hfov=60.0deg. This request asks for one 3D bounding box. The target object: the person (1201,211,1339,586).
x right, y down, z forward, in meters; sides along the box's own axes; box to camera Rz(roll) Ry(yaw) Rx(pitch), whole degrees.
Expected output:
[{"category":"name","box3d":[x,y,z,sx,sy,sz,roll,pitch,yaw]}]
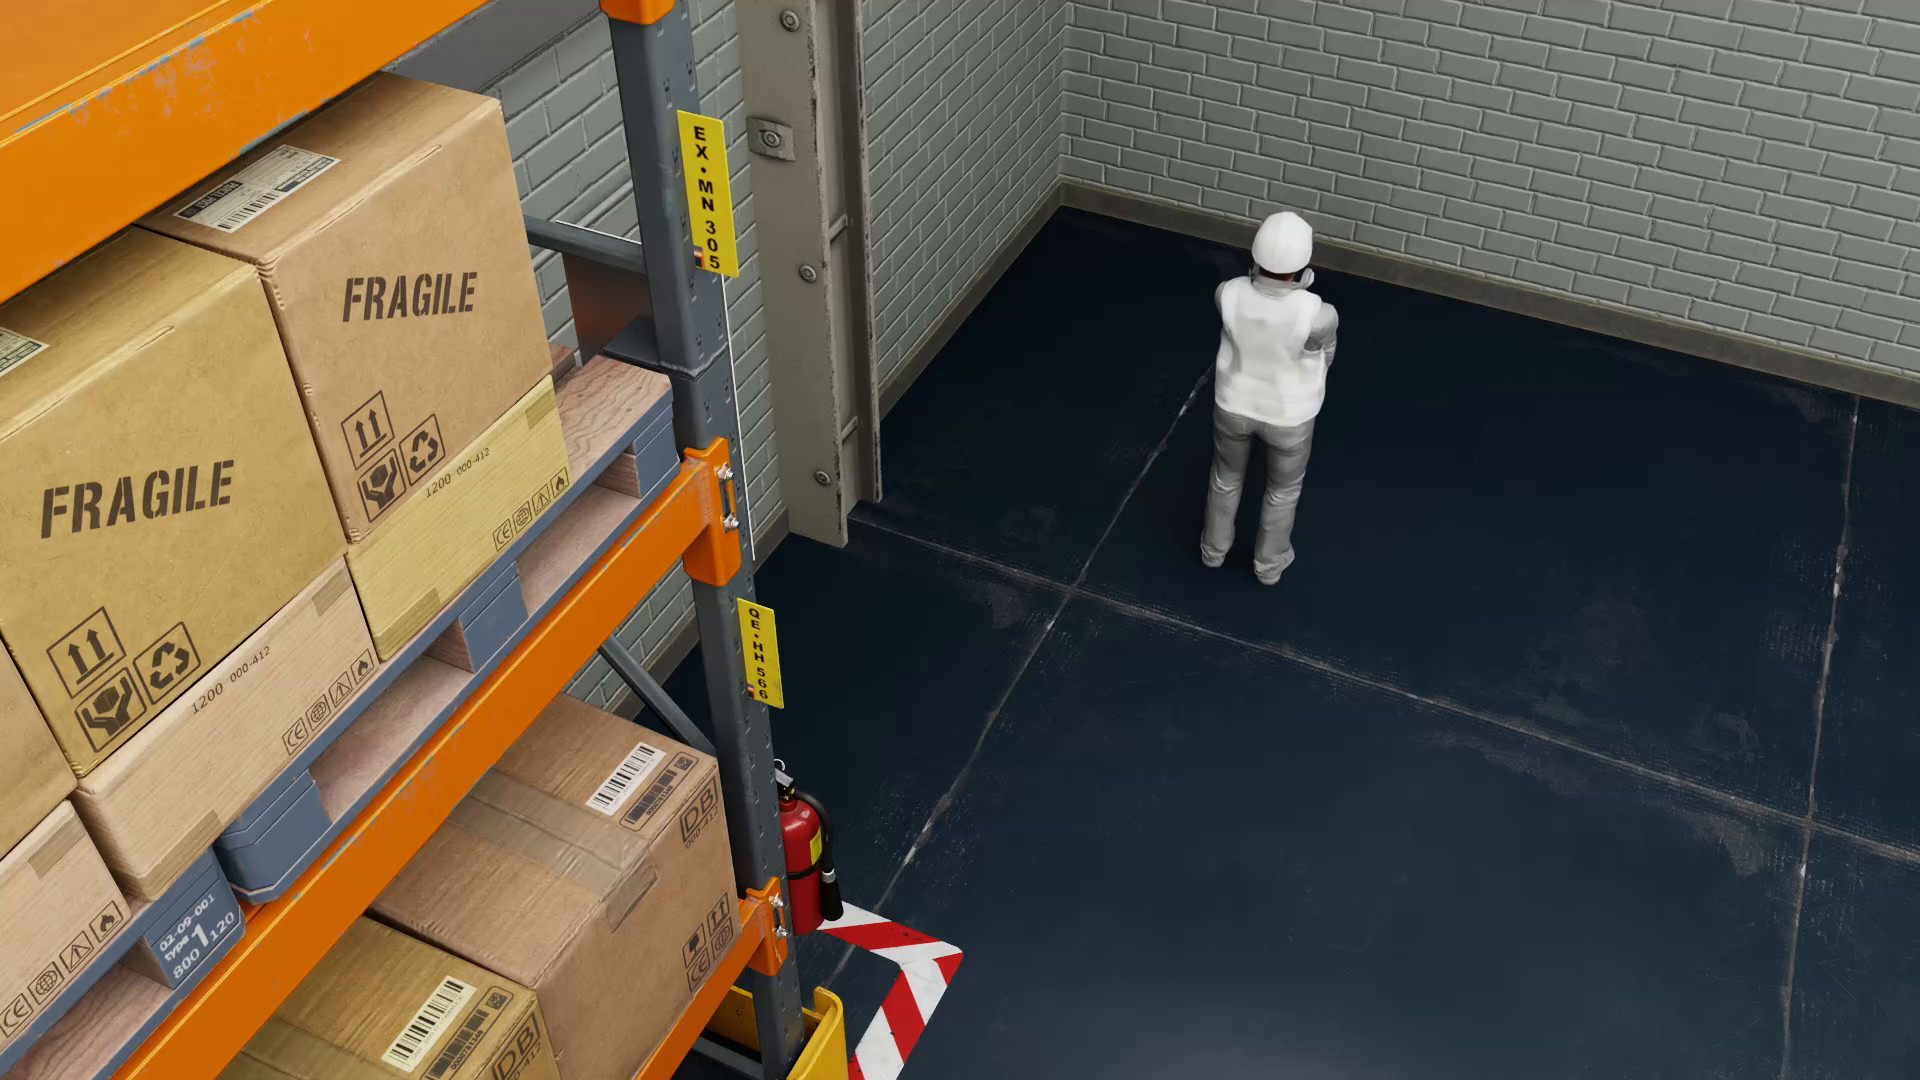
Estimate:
[{"category":"person","box3d":[1.275,-0.624,6.845,0.495,1.768,0.554,18,45,19]}]
